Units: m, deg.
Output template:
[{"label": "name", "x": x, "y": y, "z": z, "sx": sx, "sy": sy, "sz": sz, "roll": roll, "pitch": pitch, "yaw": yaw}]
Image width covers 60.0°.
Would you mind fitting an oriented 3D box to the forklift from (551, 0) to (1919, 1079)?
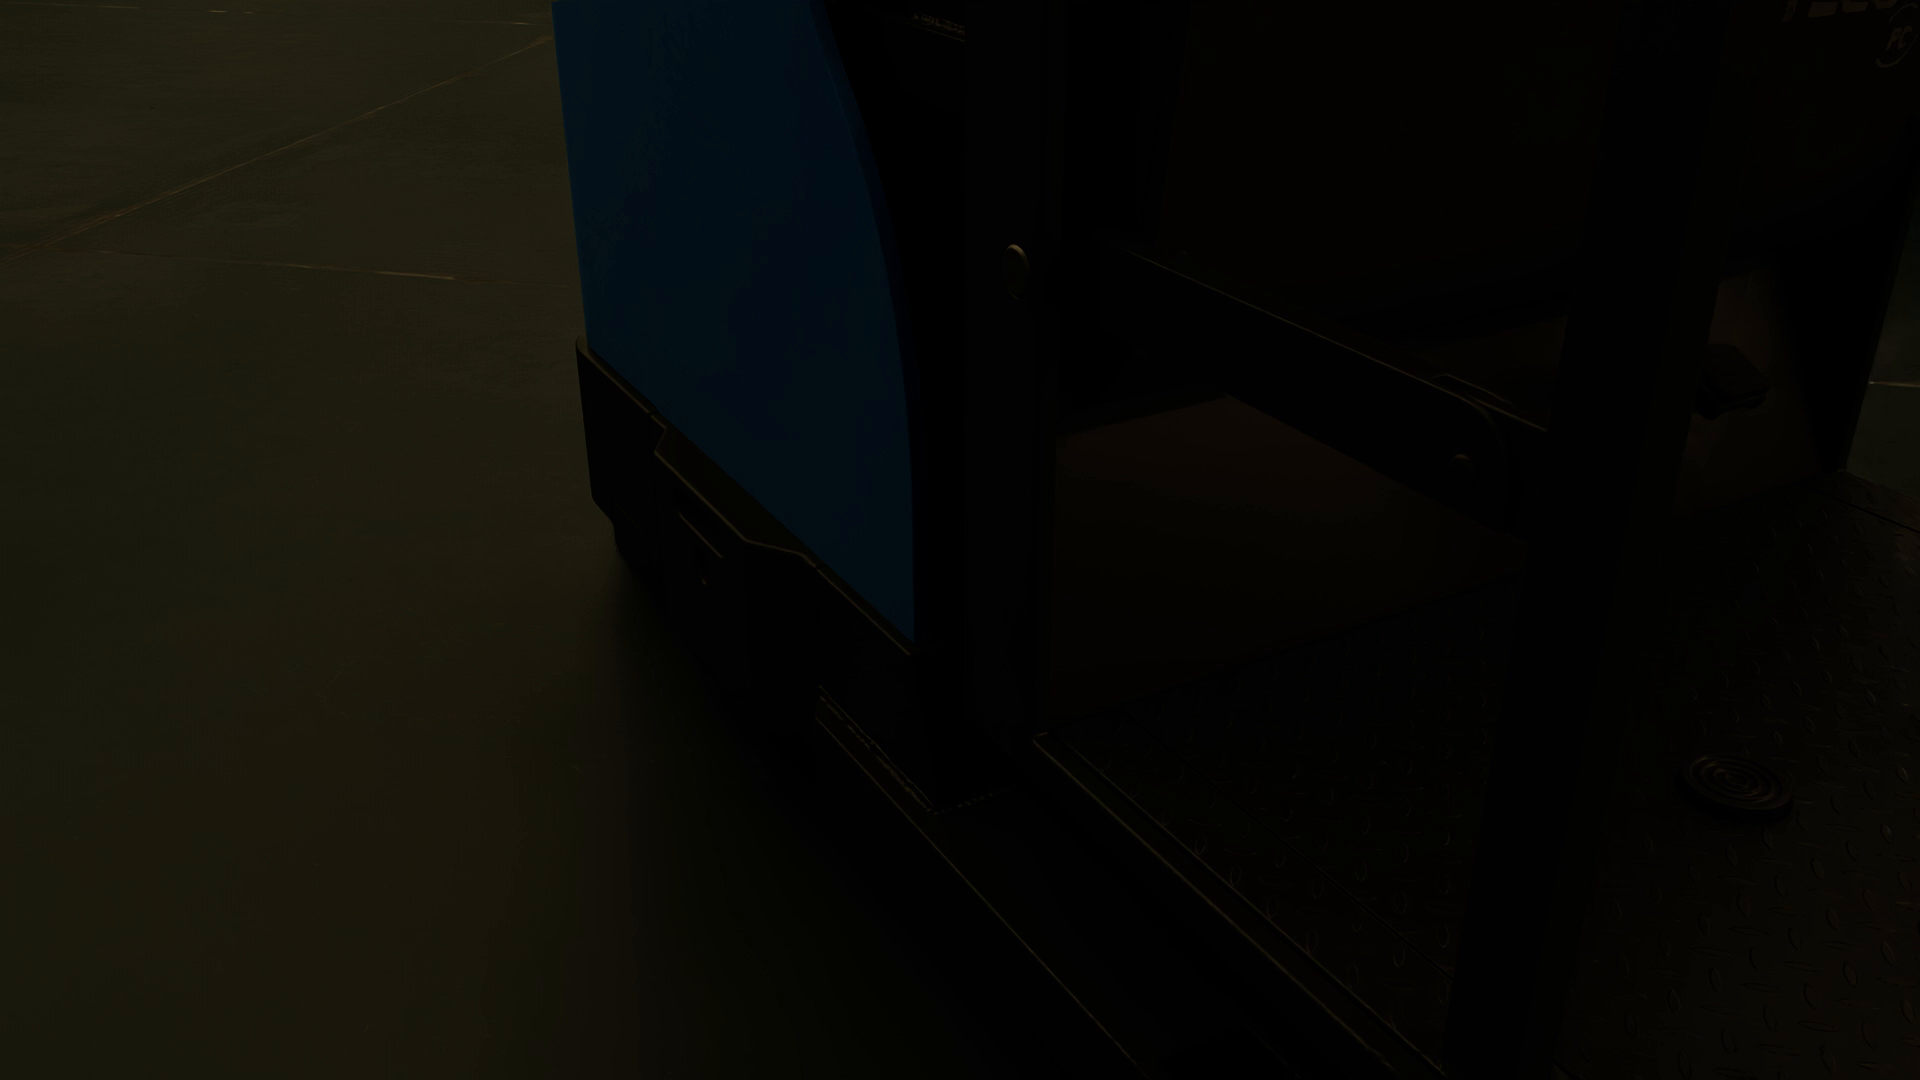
[{"label": "forklift", "x": 0.626, "y": -0.868, "z": 0.966, "sx": 1.130, "sy": 2.935, "sz": 3.031, "roll": -15, "pitch": 30, "yaw": -27}]
